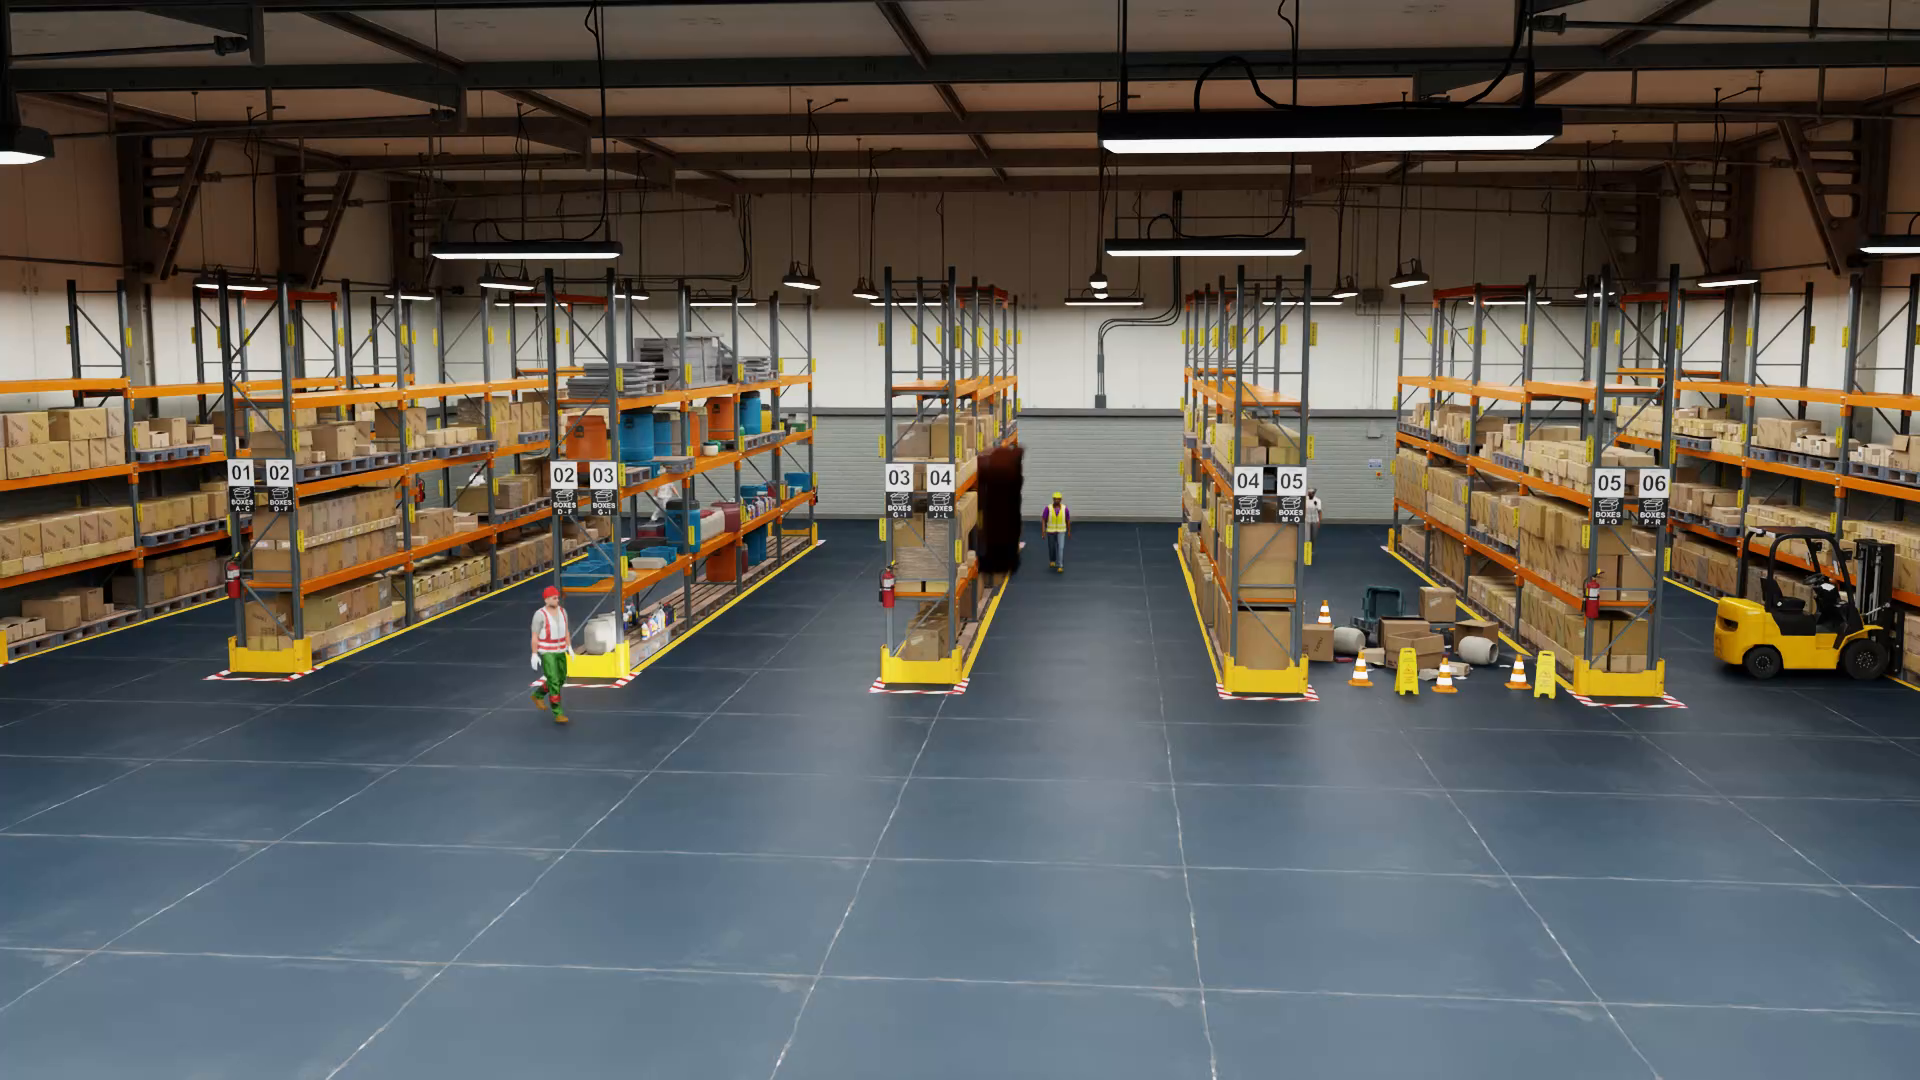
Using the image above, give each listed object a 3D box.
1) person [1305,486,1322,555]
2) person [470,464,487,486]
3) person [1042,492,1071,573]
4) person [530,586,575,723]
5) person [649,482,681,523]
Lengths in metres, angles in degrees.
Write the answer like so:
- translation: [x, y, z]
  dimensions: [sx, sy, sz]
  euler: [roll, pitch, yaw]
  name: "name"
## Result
- translation: [7.986, -0.413, 37.736]
  dimensions: [0.440, 1.622, 1.011]
  euler: [1, 7, 6]
  name: "person"
- translation: [-12.387, -1.072, 42.792]
  dimensions: [0.444, 1.782, 0.568]
  euler: [1, 7, 5]
  name: "person"
- translation: [2.065, -0.177, 35.632]
  dimensions: [0.634, 1.713, 1.093]
  euler: [0, 7, 2]
  name: "person"
- translation: [-5.375, 1.477, 21.872]
  dimensions: [0.928, 1.764, 0.614]
  euler: [5, 9, 37]
  name: "person"
- translation: [-7.564, -1.100, 43.013]
  dimensions: [1.120, 1.713, 0.501]
  euler: [1, 7, 9]
  name: "person"
